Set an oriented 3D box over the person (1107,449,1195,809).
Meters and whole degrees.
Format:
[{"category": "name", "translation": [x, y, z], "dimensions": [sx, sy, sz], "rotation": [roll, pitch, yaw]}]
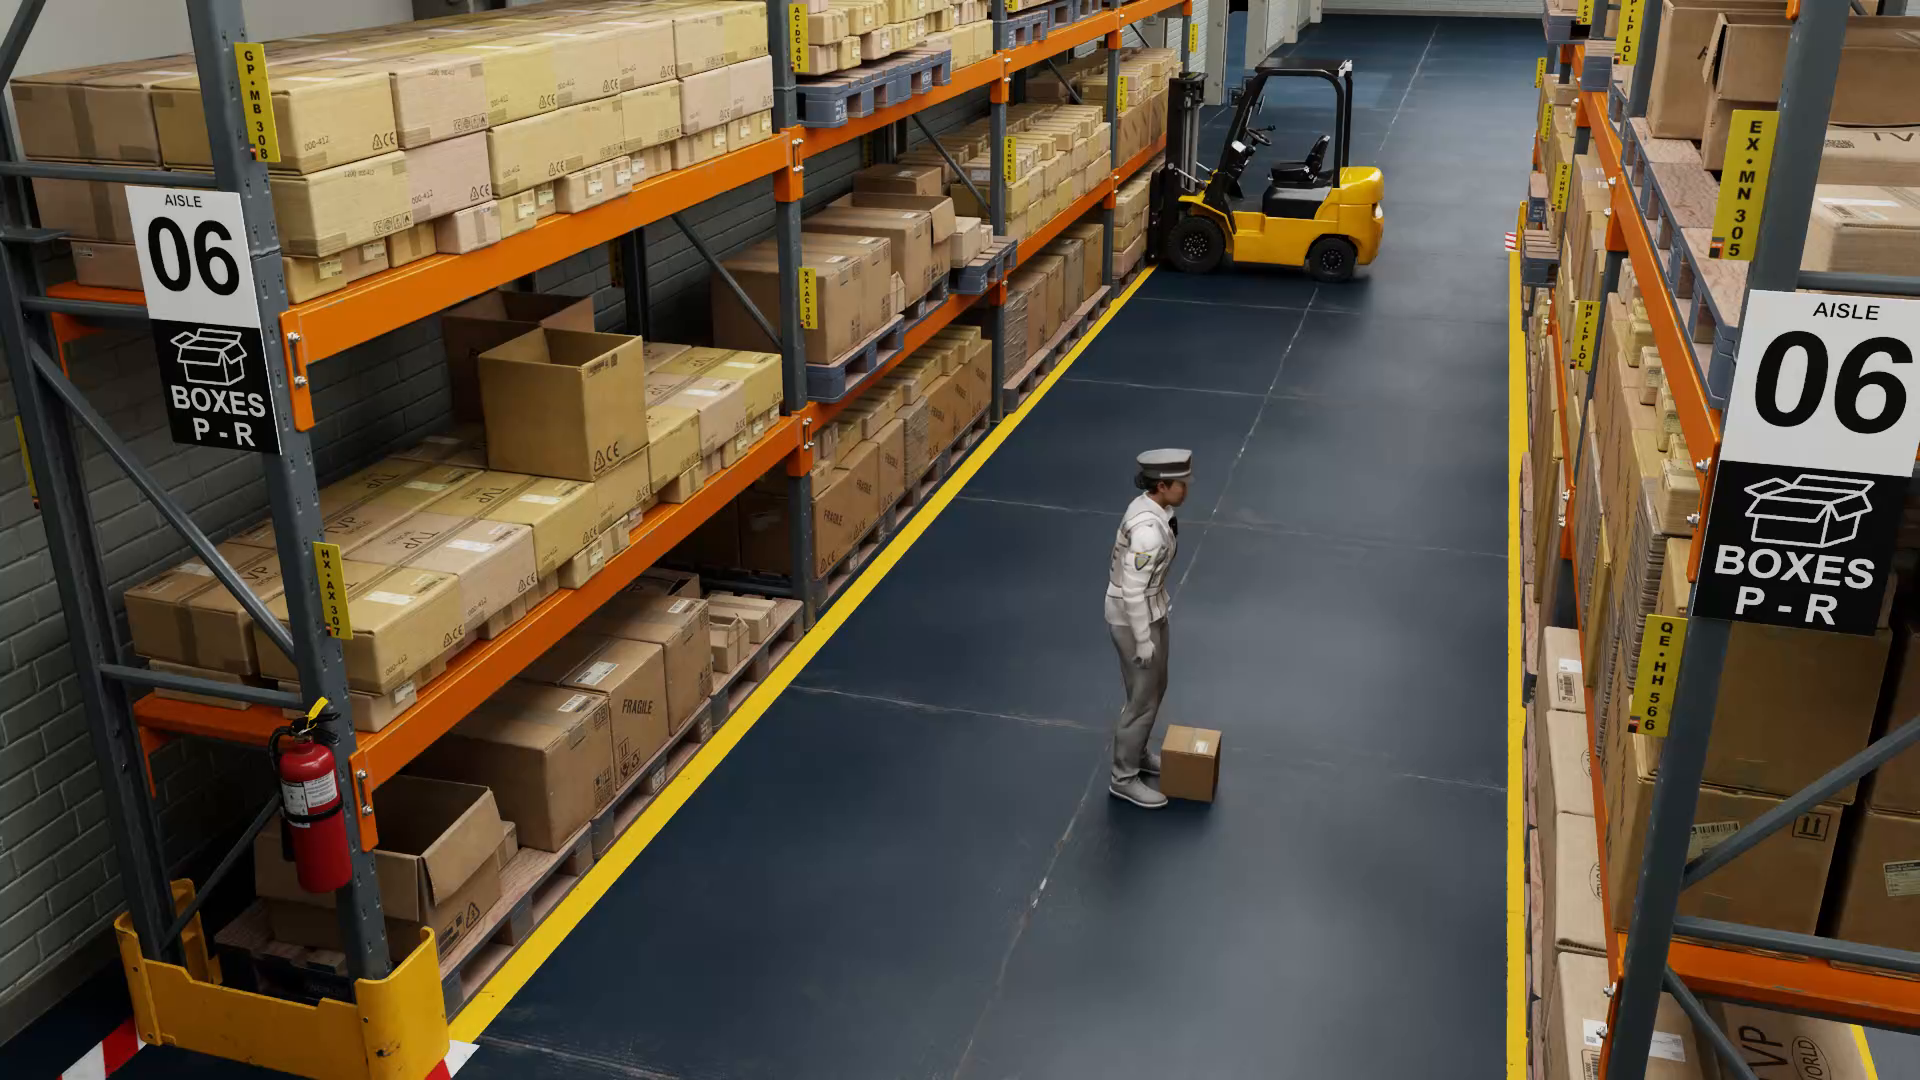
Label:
[{"category": "person", "translation": [0.853, 0.391, 7.623], "dimensions": [0.359, 1.662, 0.463], "rotation": [5, 23, 13]}]
